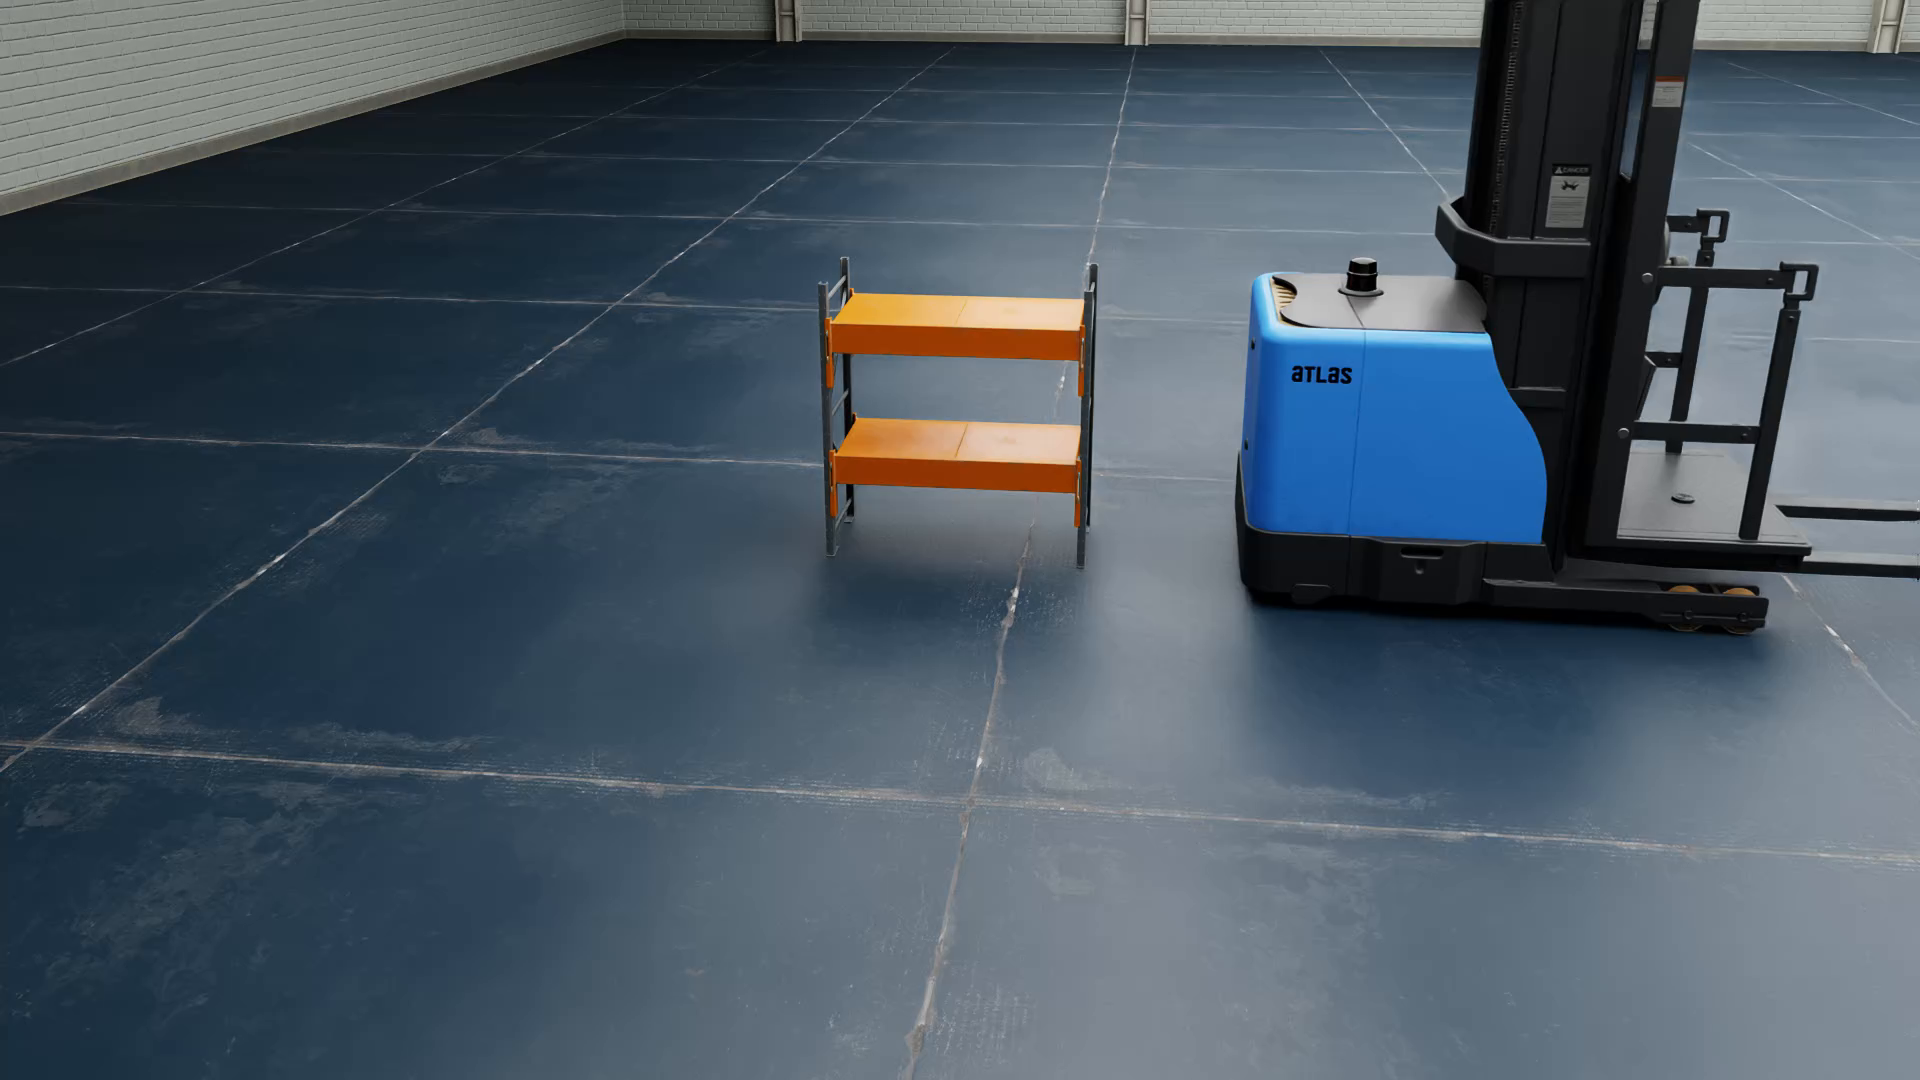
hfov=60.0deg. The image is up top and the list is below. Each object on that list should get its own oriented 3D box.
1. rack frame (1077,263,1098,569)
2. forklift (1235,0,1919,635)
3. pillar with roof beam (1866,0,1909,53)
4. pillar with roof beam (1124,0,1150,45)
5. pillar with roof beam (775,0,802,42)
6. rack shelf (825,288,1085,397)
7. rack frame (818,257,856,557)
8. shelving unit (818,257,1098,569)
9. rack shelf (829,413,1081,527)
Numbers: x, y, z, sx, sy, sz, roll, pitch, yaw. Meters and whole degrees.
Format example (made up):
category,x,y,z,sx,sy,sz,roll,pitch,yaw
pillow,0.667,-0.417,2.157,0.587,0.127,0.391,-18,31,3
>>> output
category,x,y,z,sx,sy,sz,roll,pitch,yaw
rack frame,0.512,-0.501,6.677,0.032,1.125,0.500,2,22,6
forklift,2.629,-1.226,6.054,3.031,2.935,1.130,3,22,7
pillar with roof beam,14.405,-10.504,21.270,0.400,9.000,9.100,2,22,6
pillar with roof beam,2.489,-11.024,22.584,0.400,9.000,9.100,2,22,6
pillar with roof beam,-3.470,-11.283,23.240,0.400,9.000,9.100,2,22,6
rack shelf,0.007,-0.795,6.625,1.000,0.278,0.538,2,22,6
rack frame,-0.498,-0.545,6.788,0.032,1.125,0.500,2,22,6
shelving unit,0.007,-0.523,6.732,1.048,1.125,0.538,2,22,6
rack shelf,0.007,-0.295,6.822,1.000,0.278,0.538,2,22,6
